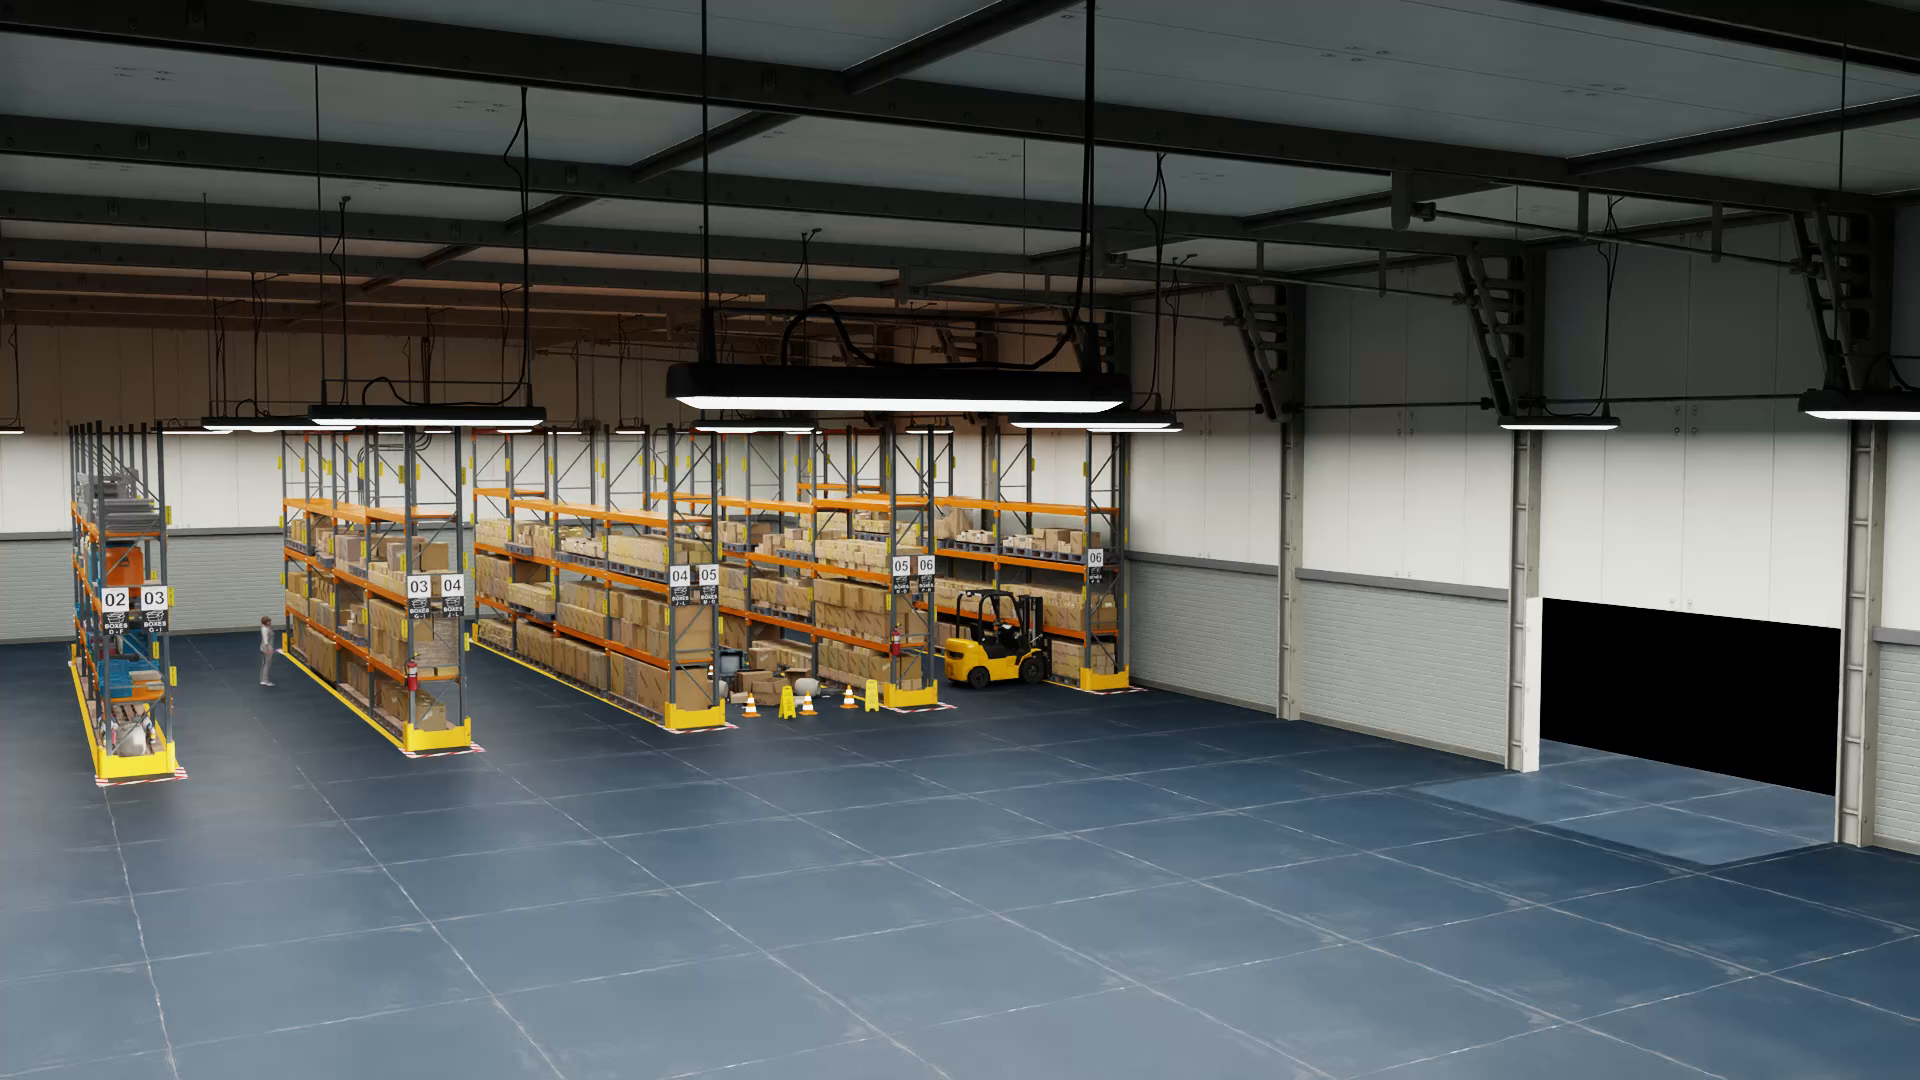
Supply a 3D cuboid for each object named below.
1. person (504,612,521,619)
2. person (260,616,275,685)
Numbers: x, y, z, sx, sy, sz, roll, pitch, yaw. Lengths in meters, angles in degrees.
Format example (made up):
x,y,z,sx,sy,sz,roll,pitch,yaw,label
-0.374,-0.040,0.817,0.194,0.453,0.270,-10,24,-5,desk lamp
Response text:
x,y,z,sx,sy,sz,roll,pitch,yaw,label
-13.550,1.758,50.285,0.623,1.741,0.841,-1,4,-13,person
-16.017,2.563,38.473,0.355,1.629,0.441,-2,4,-34,person
